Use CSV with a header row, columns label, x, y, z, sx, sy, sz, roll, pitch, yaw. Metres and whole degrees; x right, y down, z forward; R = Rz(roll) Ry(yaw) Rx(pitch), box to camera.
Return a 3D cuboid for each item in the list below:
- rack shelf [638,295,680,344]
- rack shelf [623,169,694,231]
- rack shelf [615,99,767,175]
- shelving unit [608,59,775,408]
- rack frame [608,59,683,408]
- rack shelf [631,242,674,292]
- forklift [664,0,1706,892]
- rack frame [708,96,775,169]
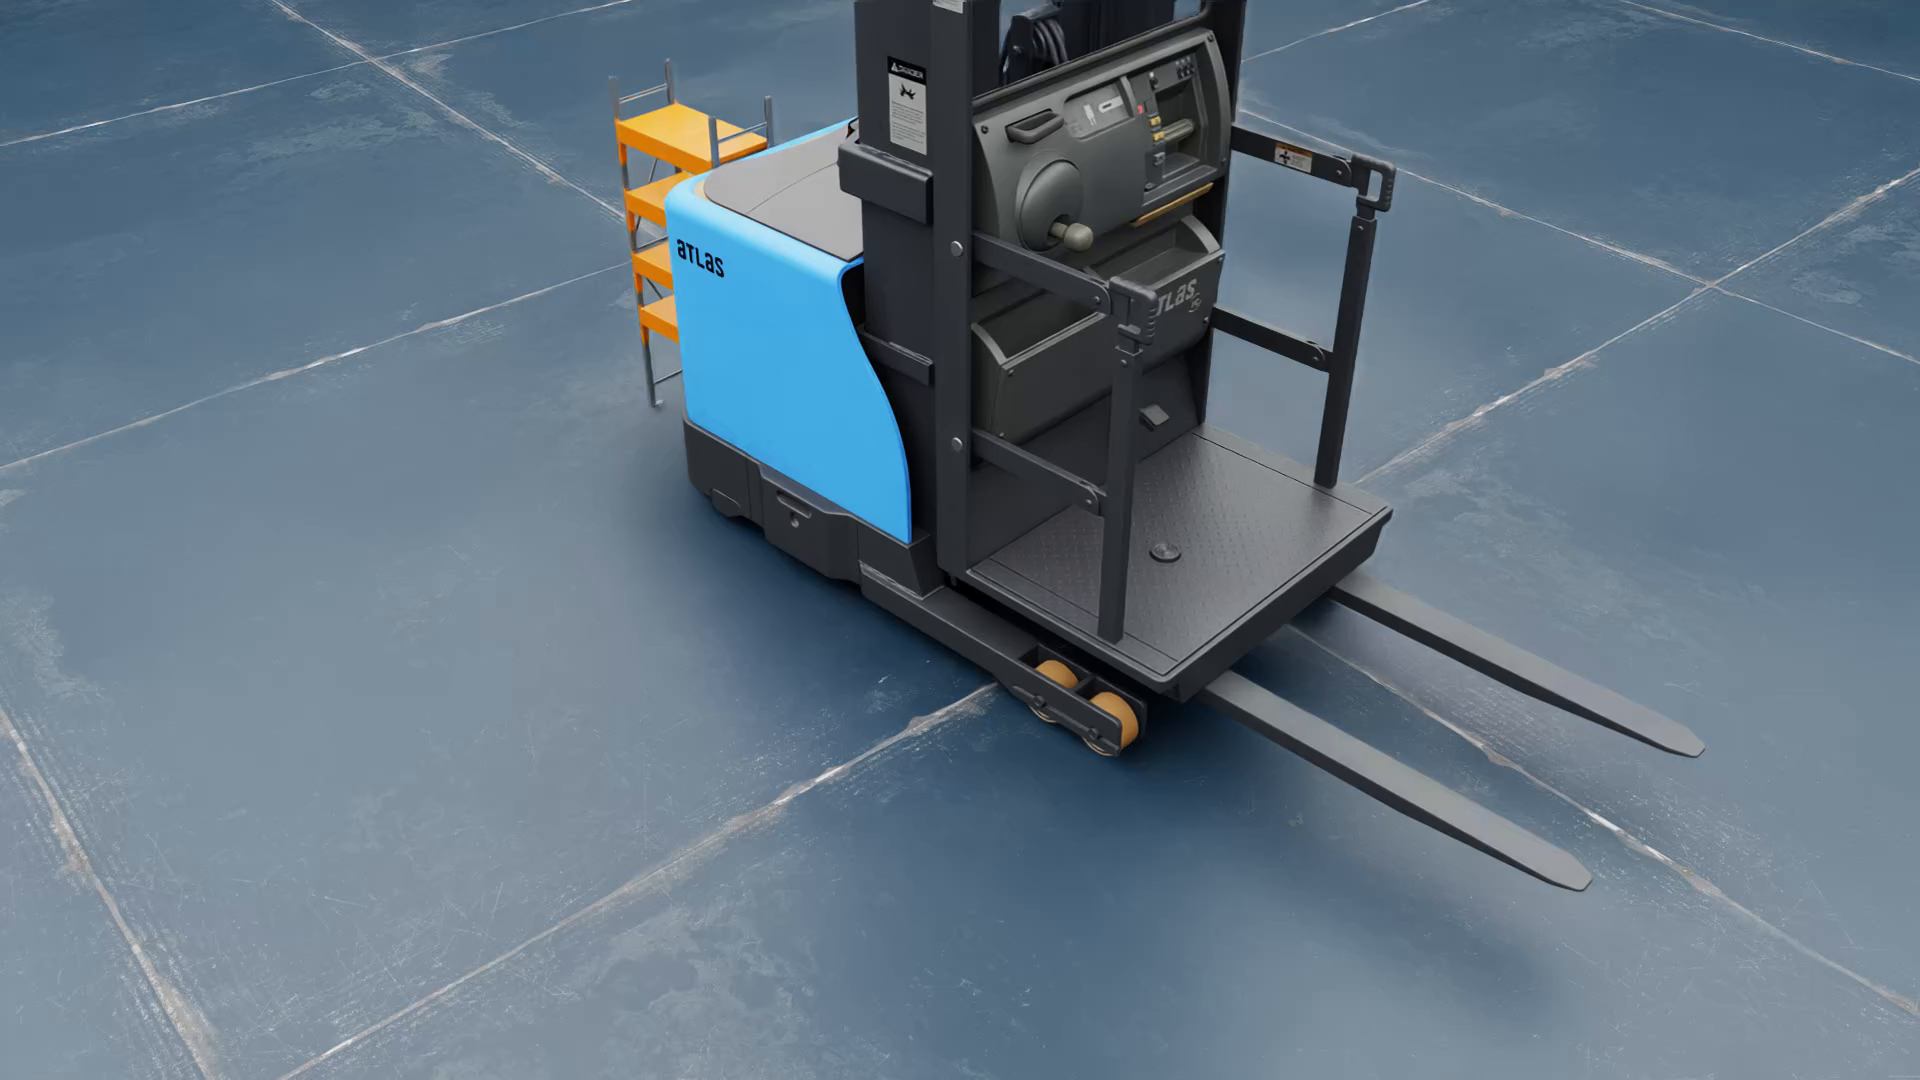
label,x,y,z,sx,sy,sz,roll,pitch,yaw
rack shelf,-0.841,-0.698,5.658,0.480,0.148,0.258,29,44,34
rack shelf,-0.841,-1.043,5.414,0.480,0.148,0.258,29,44,34
rack shelf,-0.841,-1.236,5.277,0.480,0.148,0.258,29,44,34
shelving unit,-0.841,-0.915,5.504,0.503,1.200,0.258,29,44,34
rack frame,-1.018,-1.012,5.641,0.015,1.200,0.240,29,44,34
rack shelf,-0.841,-0.860,5.543,0.480,0.148,0.258,29,44,34
forklift,0.533,-0.964,4.075,3.031,2.935,1.130,29,44,34
rack frame,-0.664,-0.818,5.367,0.015,1.200,0.240,29,44,34
